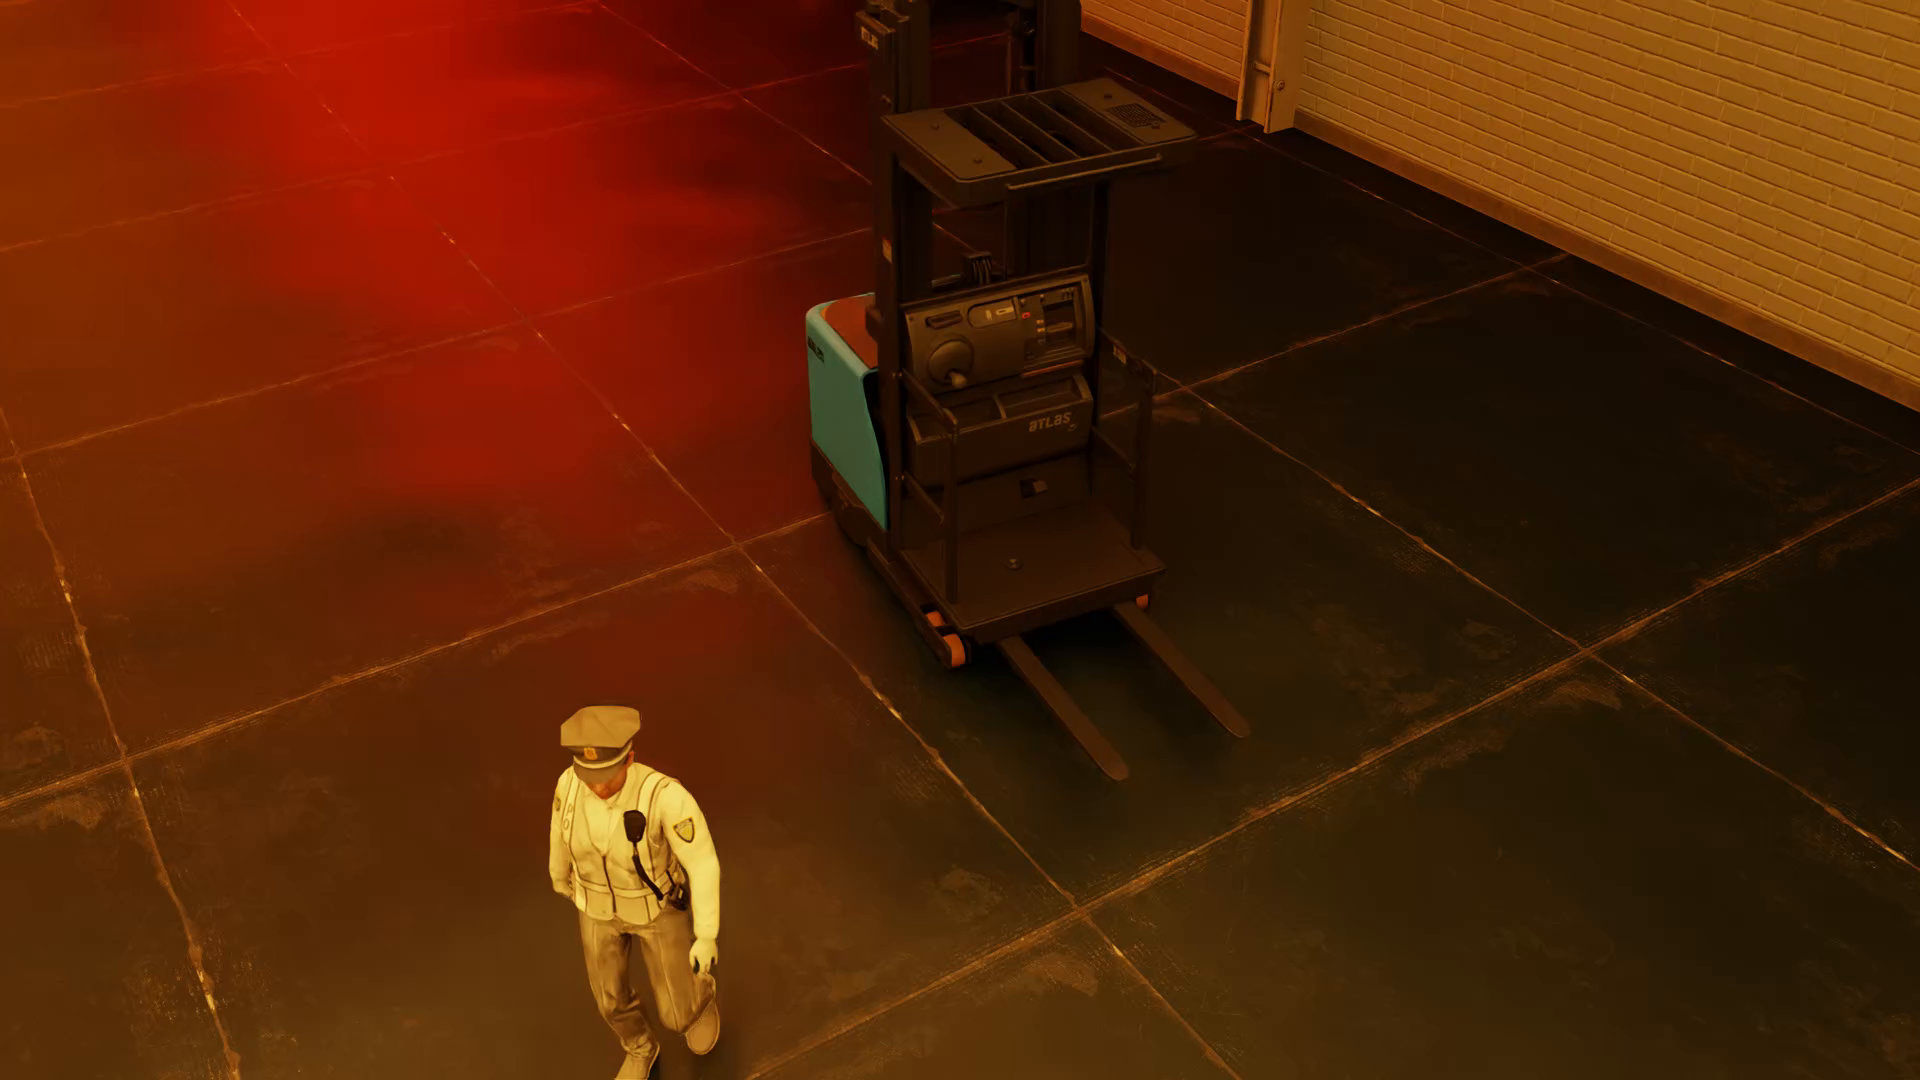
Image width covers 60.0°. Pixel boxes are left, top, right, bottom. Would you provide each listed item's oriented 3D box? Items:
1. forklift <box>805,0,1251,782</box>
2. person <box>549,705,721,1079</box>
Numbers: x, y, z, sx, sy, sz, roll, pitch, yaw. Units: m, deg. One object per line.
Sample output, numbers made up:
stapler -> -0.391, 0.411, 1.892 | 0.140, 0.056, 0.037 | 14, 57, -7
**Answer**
forklift -> 0.286, -0.884, 7.405 | 1.130, 2.935, 3.031 | -16, 38, -21
person -> -1.077, 1.213, 5.543 | 0.673, 1.650, 0.459 | 6, 35, 8
